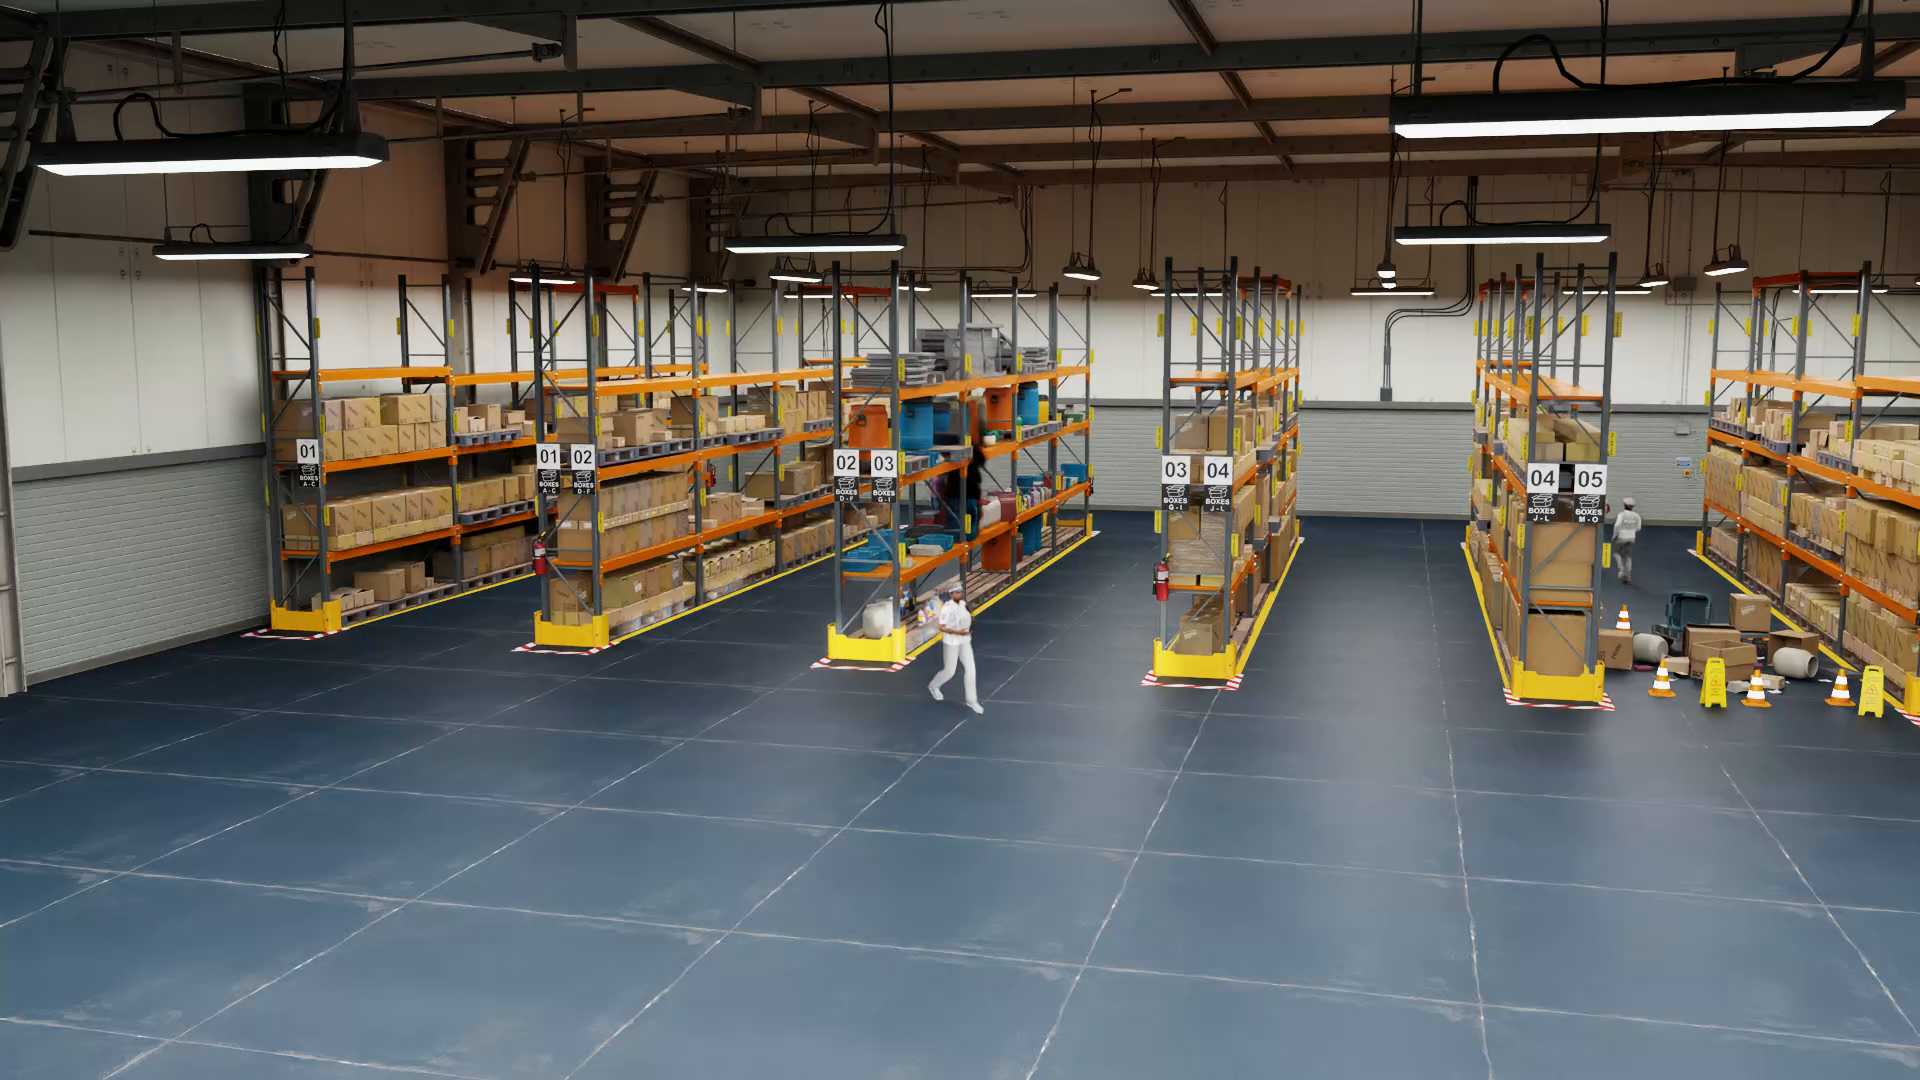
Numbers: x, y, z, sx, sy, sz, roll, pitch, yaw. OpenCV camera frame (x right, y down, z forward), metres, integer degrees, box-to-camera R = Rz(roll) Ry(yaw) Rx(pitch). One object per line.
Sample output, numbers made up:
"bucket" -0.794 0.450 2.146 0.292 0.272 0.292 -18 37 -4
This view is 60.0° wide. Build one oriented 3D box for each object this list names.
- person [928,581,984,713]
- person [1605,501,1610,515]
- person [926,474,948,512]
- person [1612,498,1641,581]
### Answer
"person" -0.051 1.384 21.962 0.590 1.715 0.925 -7 10 -42
"person" 13.549 -0.395 35.743 0.714 1.751 0.804 1 7 8
"person" -0.574 -1.053 41.574 0.548 1.570 0.813 -1 7 -4
"person" 13.227 -0.023 33.106 0.595 1.660 0.584 0 7 2
